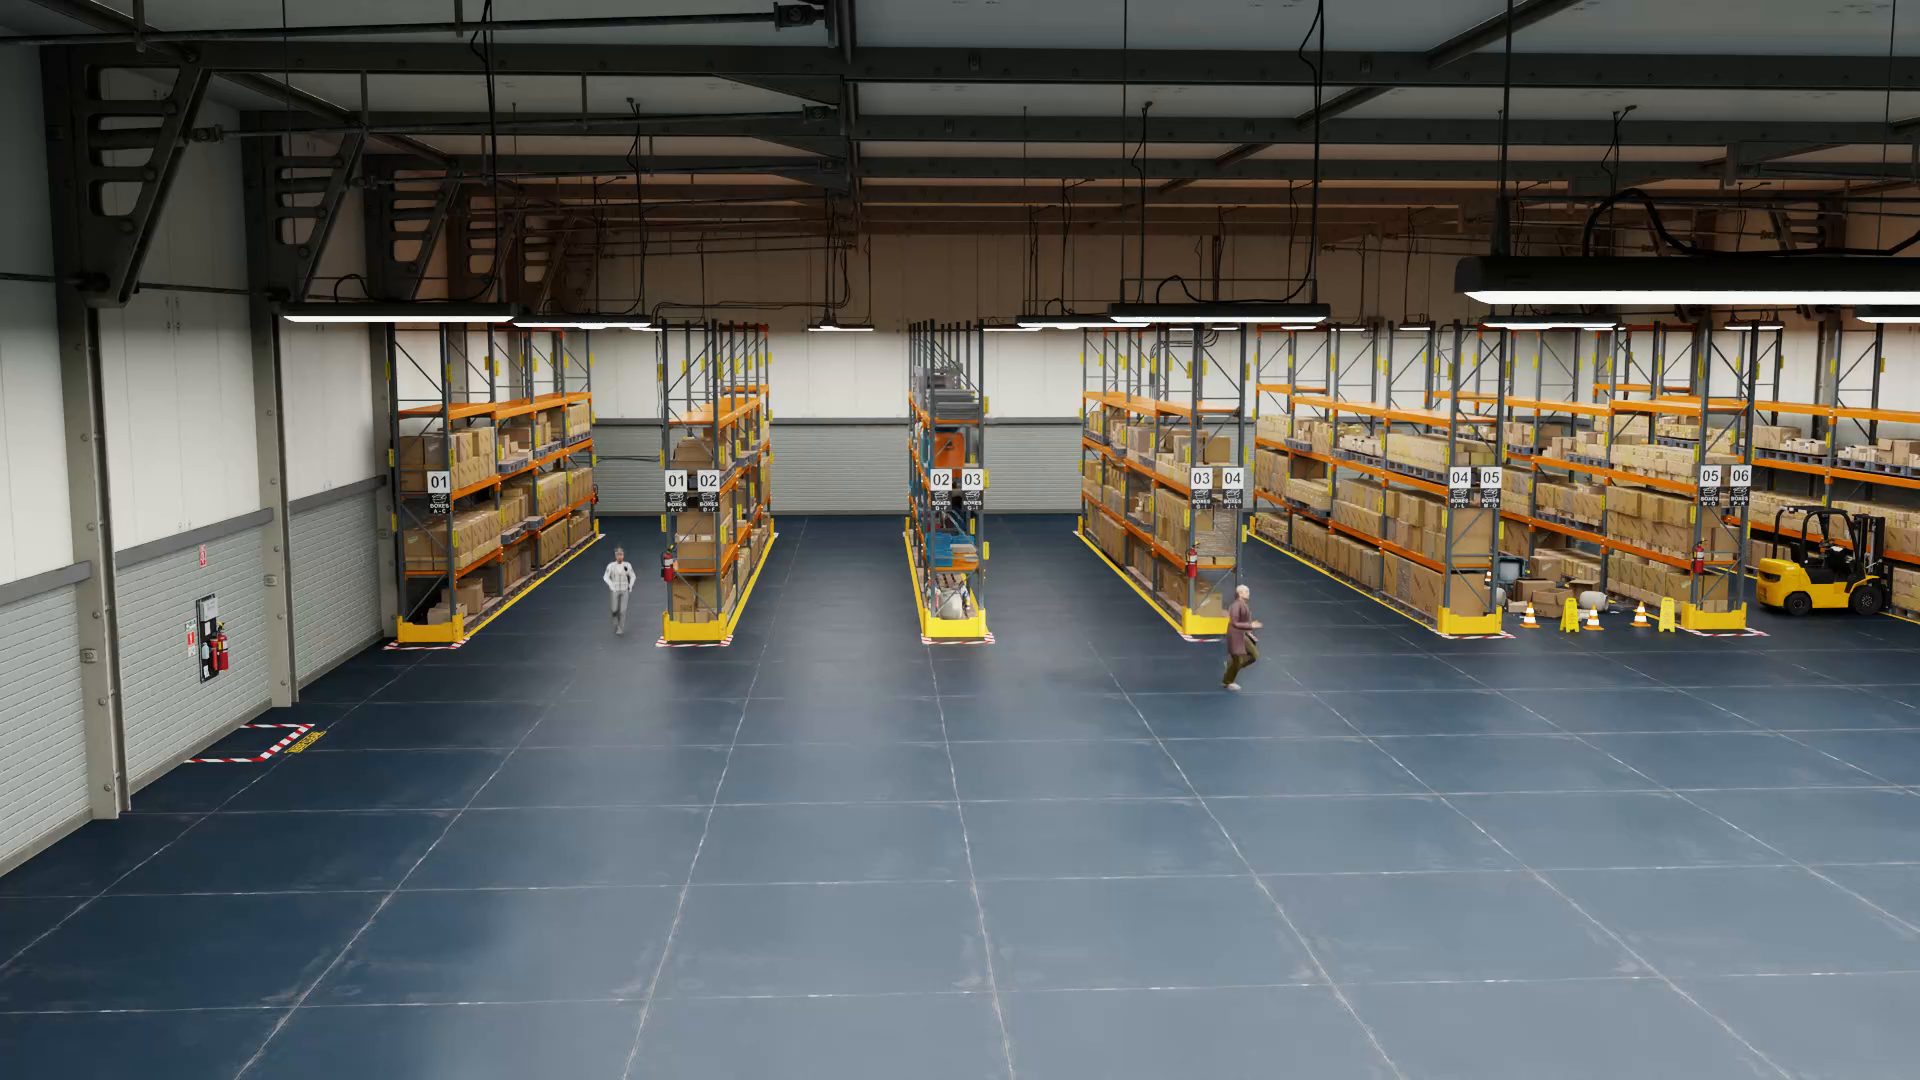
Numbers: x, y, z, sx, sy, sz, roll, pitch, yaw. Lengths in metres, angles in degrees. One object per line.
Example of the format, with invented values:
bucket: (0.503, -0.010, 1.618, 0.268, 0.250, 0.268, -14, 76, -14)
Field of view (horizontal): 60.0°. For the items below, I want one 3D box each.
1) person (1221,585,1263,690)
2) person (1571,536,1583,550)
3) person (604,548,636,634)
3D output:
person: (4.529, 1.569, 26.718, 0.723, 1.728, 0.761, 4, 8, 30)
person: (16.281, -0.551, 43.814, 0.704, 1.734, 0.724, -2, 7, -12)
person: (-6.537, 0.959, 31.989, 0.609, 1.652, 0.575, -2, 7, -13)
